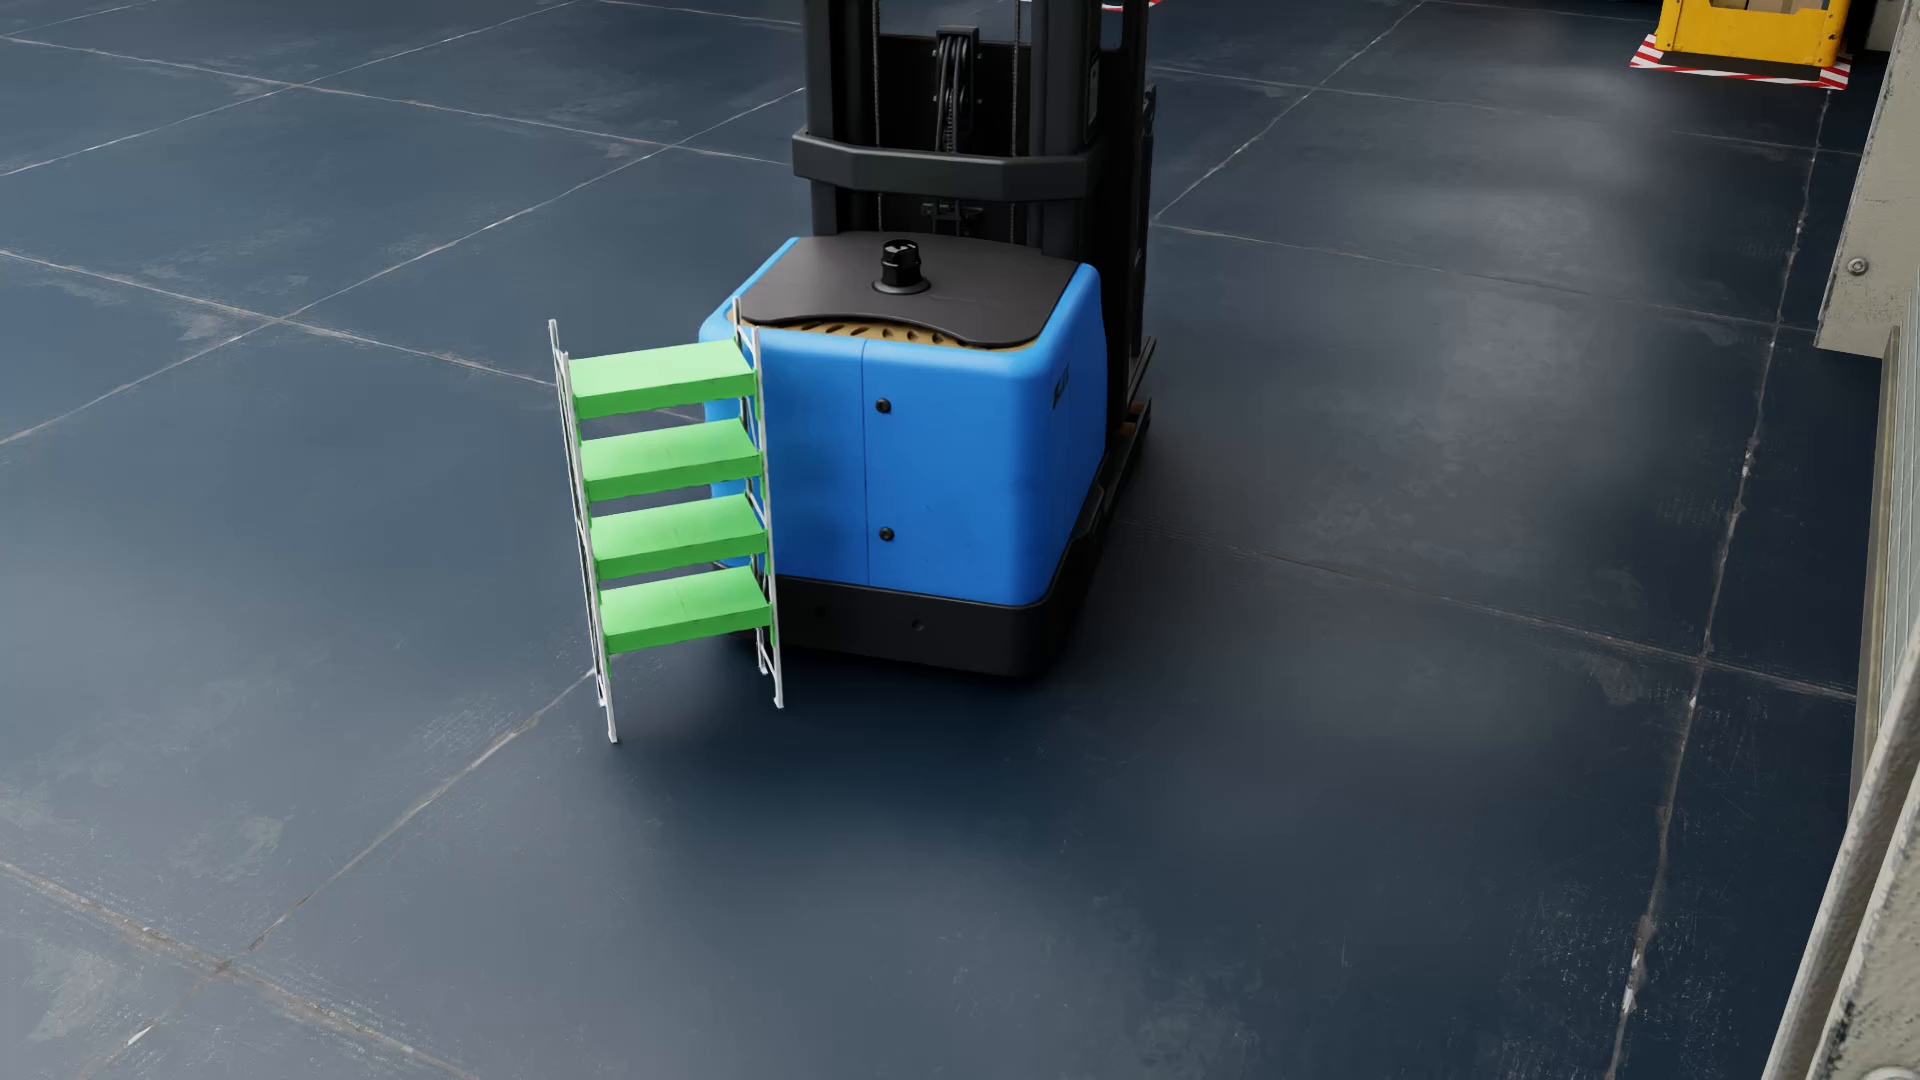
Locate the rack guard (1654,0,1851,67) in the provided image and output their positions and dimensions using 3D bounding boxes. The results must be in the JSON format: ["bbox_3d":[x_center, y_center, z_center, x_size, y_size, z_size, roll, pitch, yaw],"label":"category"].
[{"bbox_3d":[5.530,-3.652,11.608,1.175,0.500,0.348,14,33,23],"label":"rack guard"}]

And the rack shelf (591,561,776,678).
[{"bbox_3d":[-0.795,0.224,4.765,0.480,0.148,0.258,-10,31,-17],"label":"rack shelf"}]

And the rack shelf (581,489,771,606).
[{"bbox_3d":[-0.795,0.016,4.645,0.480,0.148,0.258,-10,31,-17],"label":"rack shelf"}]

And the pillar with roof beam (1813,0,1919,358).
[{"bbox_3d":[0.095,-5.769,6.760,9.100,9.000,0.400,14,33,23],"label":"pillar with roof beam"}]

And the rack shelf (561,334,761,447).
[{"bbox_3d":[-0.795,-0.400,4.406,0.480,0.148,0.258,-10,31,-17],"label":"rack shelf"}]

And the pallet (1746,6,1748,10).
[{"bbox_3d":[5.852,-3.886,12.305,1.003,0.211,1.213,14,33,23],"label":"pallet"}]

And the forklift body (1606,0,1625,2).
[{"bbox_3d":[4.780,-5.633,13.400,2.313,2.155,1.214,14,33,23],"label":"forklift body"}]

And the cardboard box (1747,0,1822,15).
[{"bbox_3d":[5.939,-3.910,11.886,0.500,0.250,0.500,14,33,23],"label":"cardboard box"}]

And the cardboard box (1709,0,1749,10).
[{"bbox_3d":[5.473,-4.016,12.072,0.500,0.250,0.500,15,33,24],"label":"cardboard box"}]

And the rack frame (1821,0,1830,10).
[{"bbox_3d":[5.541,-4.747,11.004,1.000,3.000,0.127,14,33,23],"label":"rack frame"}]

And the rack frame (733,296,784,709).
[{"bbox_3d":[-0.566,-0.080,4.685,0.015,1.200,0.240,-10,31,-17],"label":"rack frame"}]

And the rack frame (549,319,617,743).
[{"bbox_3d":[-1.025,0.002,4.542,0.015,1.200,0.240,-10,31,-17],"label":"rack frame"}]

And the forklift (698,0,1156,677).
[{"bbox_3d":[0.112,-1.588,5.571,1.130,2.935,3.031,7,31,13],"label":"forklift"}]

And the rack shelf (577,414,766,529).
[{"bbox_3d":[-0.795,-0.192,4.526,0.480,0.148,0.258,-10,31,-17],"label":"rack shelf"}]

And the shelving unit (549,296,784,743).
[{"bbox_3d":[-0.795,-0.039,4.614,0.503,1.200,0.258,-10,31,-17],"label":"shelving unit"}]
